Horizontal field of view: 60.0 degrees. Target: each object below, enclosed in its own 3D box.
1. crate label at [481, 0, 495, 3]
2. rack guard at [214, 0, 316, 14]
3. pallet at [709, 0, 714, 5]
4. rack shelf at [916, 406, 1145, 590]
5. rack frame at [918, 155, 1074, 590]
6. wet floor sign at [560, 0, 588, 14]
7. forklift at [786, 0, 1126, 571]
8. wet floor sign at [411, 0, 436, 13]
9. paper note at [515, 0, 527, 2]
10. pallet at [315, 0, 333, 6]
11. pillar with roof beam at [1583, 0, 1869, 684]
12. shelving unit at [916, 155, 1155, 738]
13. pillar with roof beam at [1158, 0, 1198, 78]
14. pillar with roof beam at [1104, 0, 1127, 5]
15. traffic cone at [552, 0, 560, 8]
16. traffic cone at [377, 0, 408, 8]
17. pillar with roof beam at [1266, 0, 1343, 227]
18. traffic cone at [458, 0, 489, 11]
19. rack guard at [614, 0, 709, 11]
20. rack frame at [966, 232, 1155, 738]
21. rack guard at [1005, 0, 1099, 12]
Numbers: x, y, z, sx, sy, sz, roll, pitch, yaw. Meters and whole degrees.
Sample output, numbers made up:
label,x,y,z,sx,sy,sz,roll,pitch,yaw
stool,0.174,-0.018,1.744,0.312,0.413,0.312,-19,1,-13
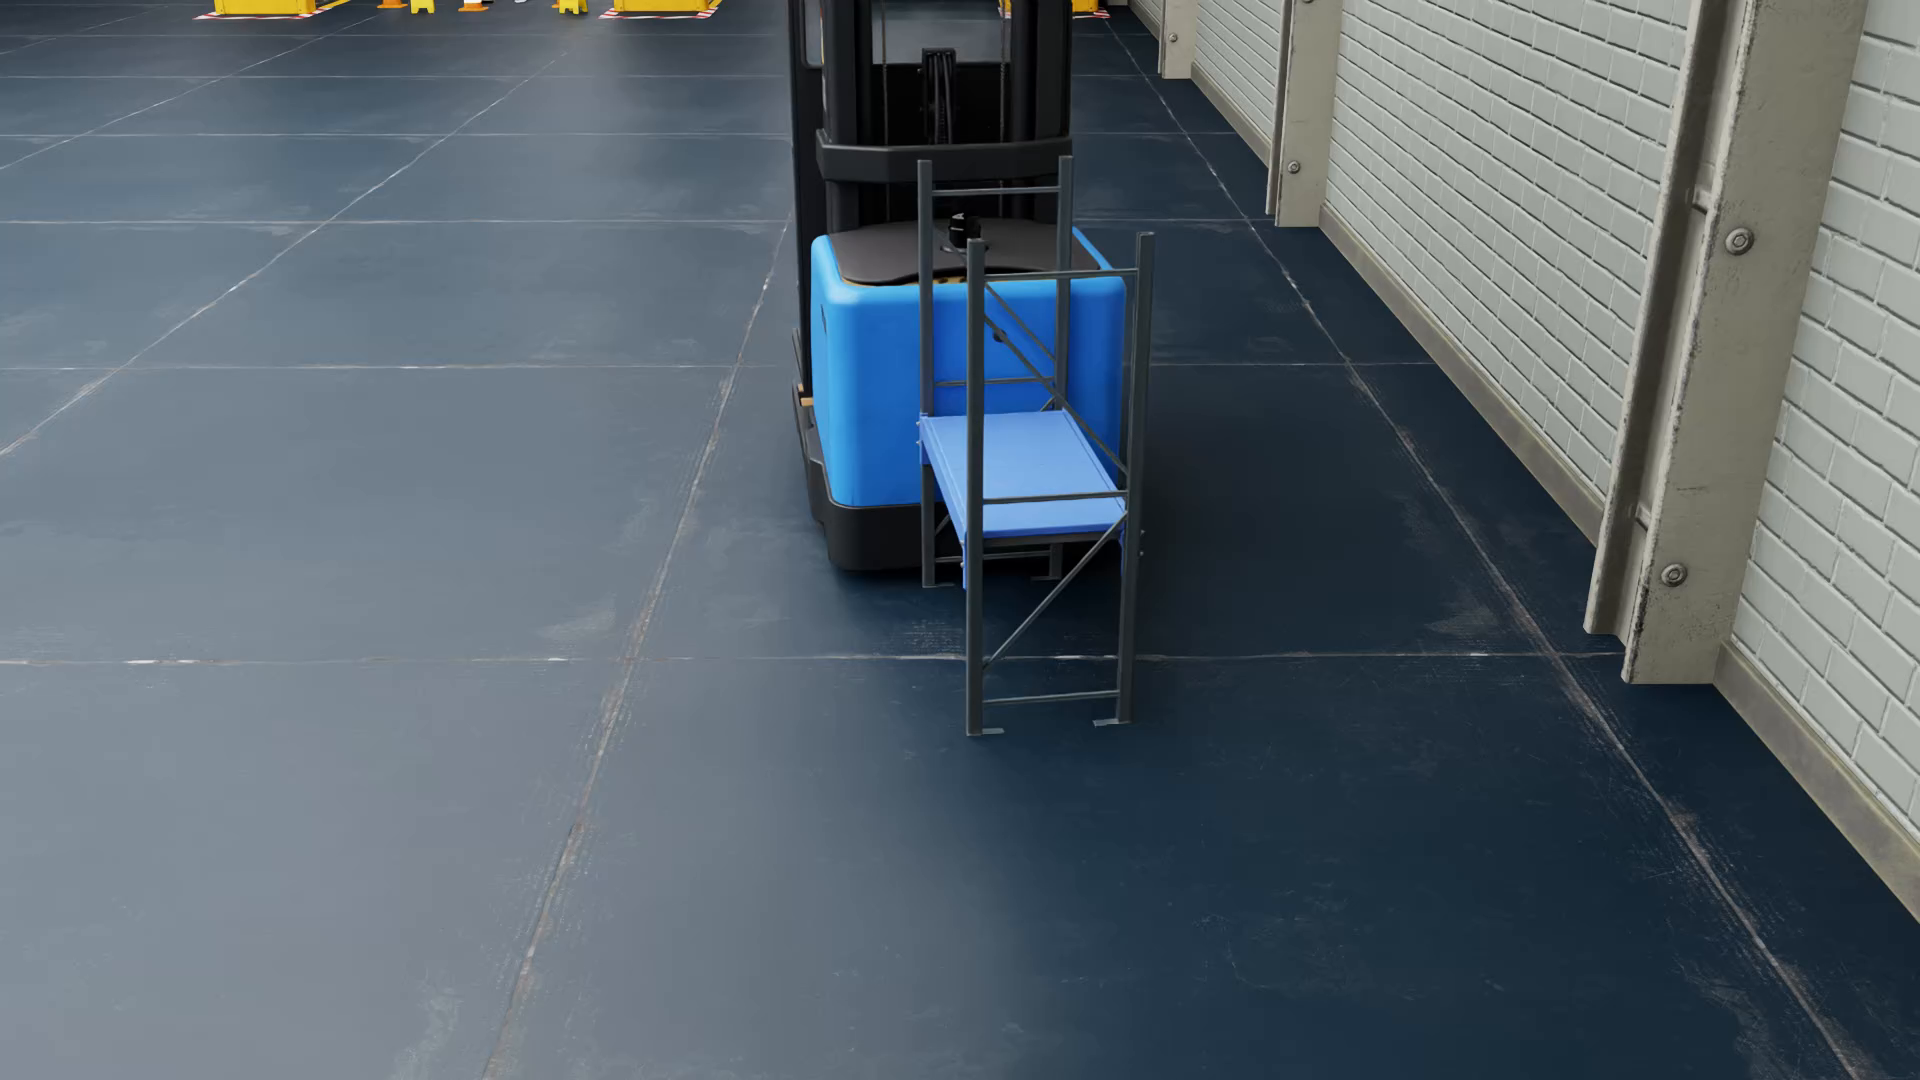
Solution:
label,x,y,z,sx,sy,sz,roll,pitch,yaw
crate label,-6.269,-7.144,21.878,0.250,0.136,0.298,-14,28,-28
rack guard,-8.746,-6.885,20.867,1.175,0.500,0.348,0,24,-1
pallet,-3.772,-7.194,21.899,1.003,0.211,1.213,0,24,-1
rack shelf,0.192,-0.159,5.219,0.538,0.185,1.000,-4,25,-8
rack frame,0.115,-0.530,5.603,0.500,1.500,0.032,-4,25,-8
wet floor sign,-4.865,-6.942,20.816,0.267,0.644,0.232,8,26,18
forklift,-0.151,-1.804,6.682,1.130,2.935,3.031,-4,25,-8
wet floor sign,-6.766,-6.958,20.852,0.267,0.644,0.232,-4,25,-10
paper note,-5.798,-7.126,21.968,0.148,0.019,0.142,-9,26,-19
pallet,-8.833,-7.093,21.676,1.003,0.211,1.213,0,24,-1
pillar with roof beam,-2.049,-3.710,3.532,9.100,9.000,0.400,0,24,-1
shelving unit,0.192,-0.323,5.145,0.538,1.500,1.048,-4,25,-8
pillar with roof beam,-2.180,-8.654,14.465,9.100,9.000,0.400,0,24,-1
pillar with roof beam,-2.245,-11.127,19.932,9.100,9.000,0.400,0,24,-1
traffic cone,-5.092,-7.113,21.416,0.336,0.463,0.334,0,24,-1
traffic cone,-7.332,-7.103,21.394,0.336,0.463,0.334,0,24,-1
pillar with roof beam,-2.114,-6.182,8.999,9.100,9.000,0.400,0,24,-1
traffic cone,-6.198,-6.968,21.096,0.336,0.463,0.334,0,24,-1
rack guard,-3.798,-6.990,21.099,1.175,0.500,0.348,0,24,-1
rack frame,0.268,-0.116,4.687,0.500,1.500,0.032,-4,25,-8
rack guard,1.166,-6.973,21.061,1.175,0.500,0.348,0,24,-1
